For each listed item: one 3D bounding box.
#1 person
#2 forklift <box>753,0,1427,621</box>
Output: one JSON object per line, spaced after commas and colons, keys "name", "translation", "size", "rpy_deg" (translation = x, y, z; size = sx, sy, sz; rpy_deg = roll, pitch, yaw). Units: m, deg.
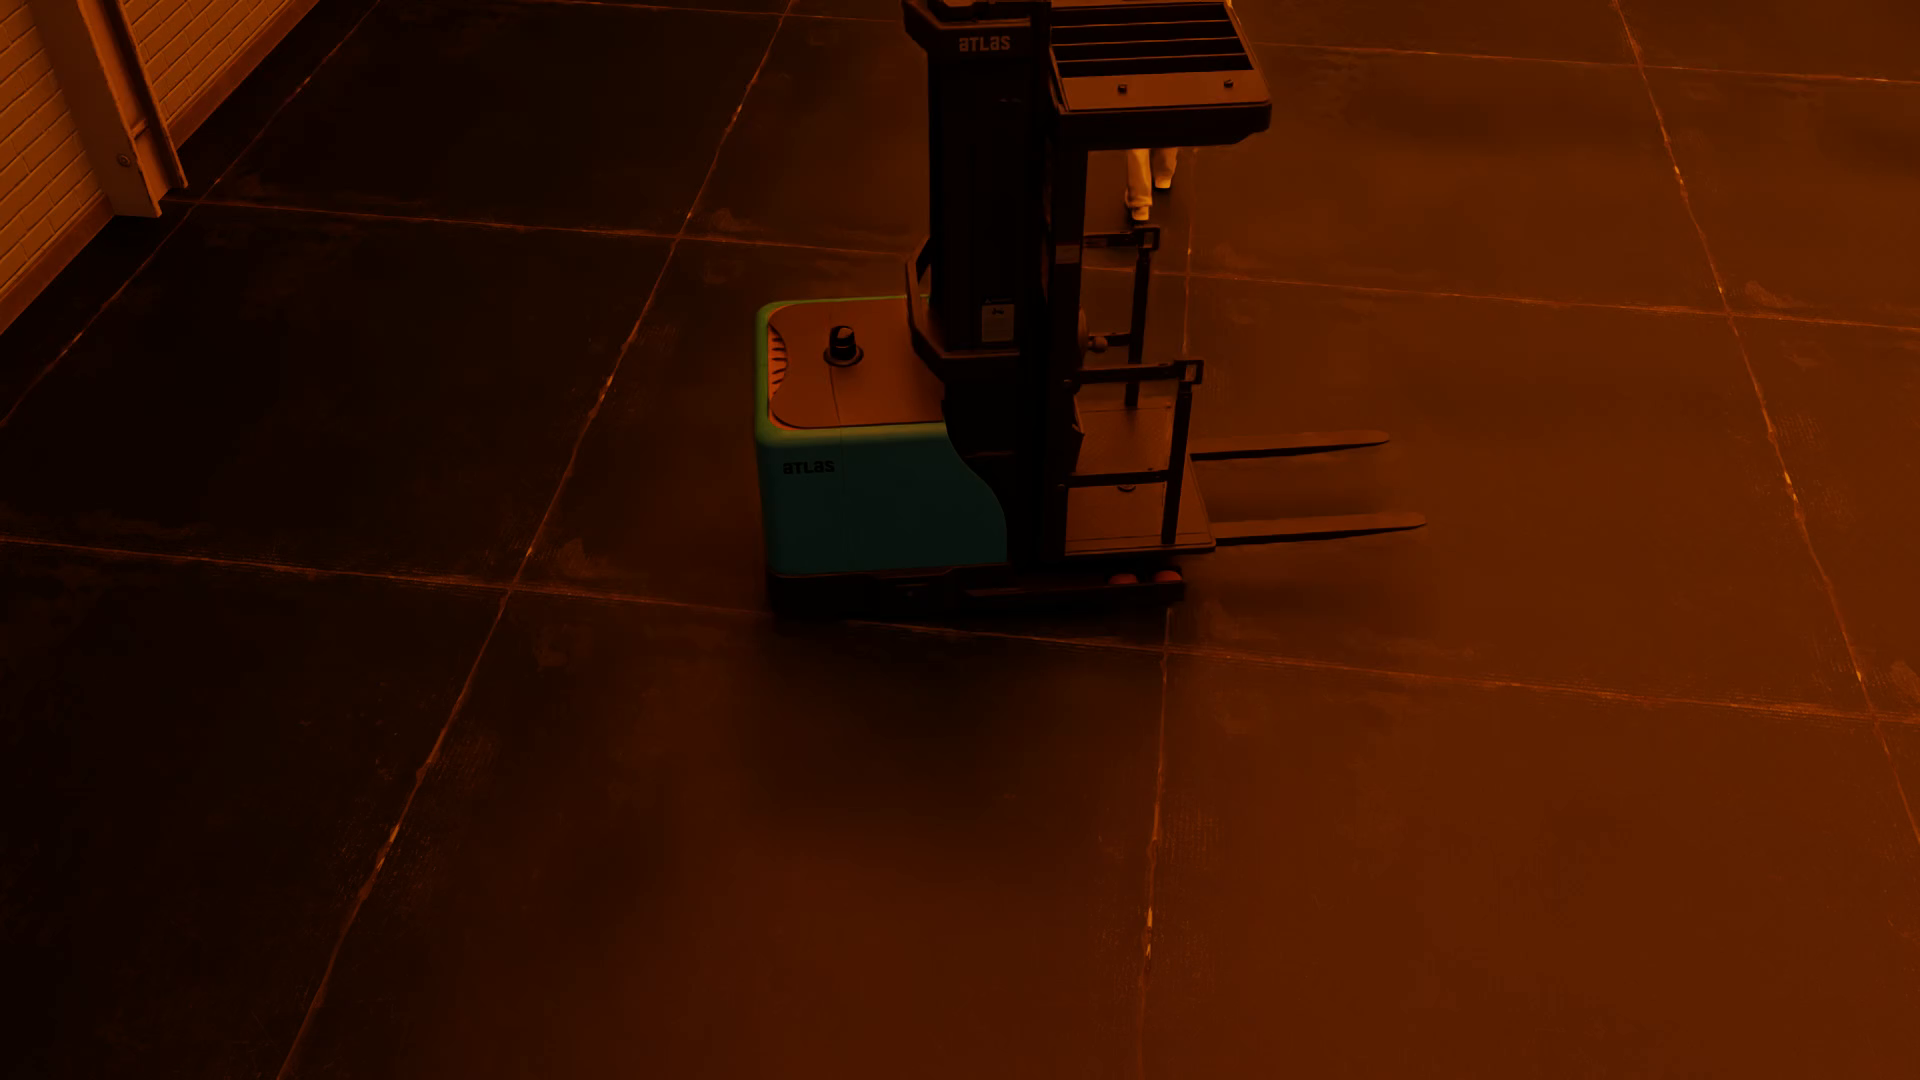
{"name": "person", "translation": [1.192, -2.766, 9.621], "size": [1.016, 1.759, 0.823], "rpy_deg": [0, 43, 0]}
{"name": "forklift", "translation": [0.610, -1.124, 6.948], "size": [3.031, 2.935, 1.130], "rpy_deg": [-3, 43, -4]}
